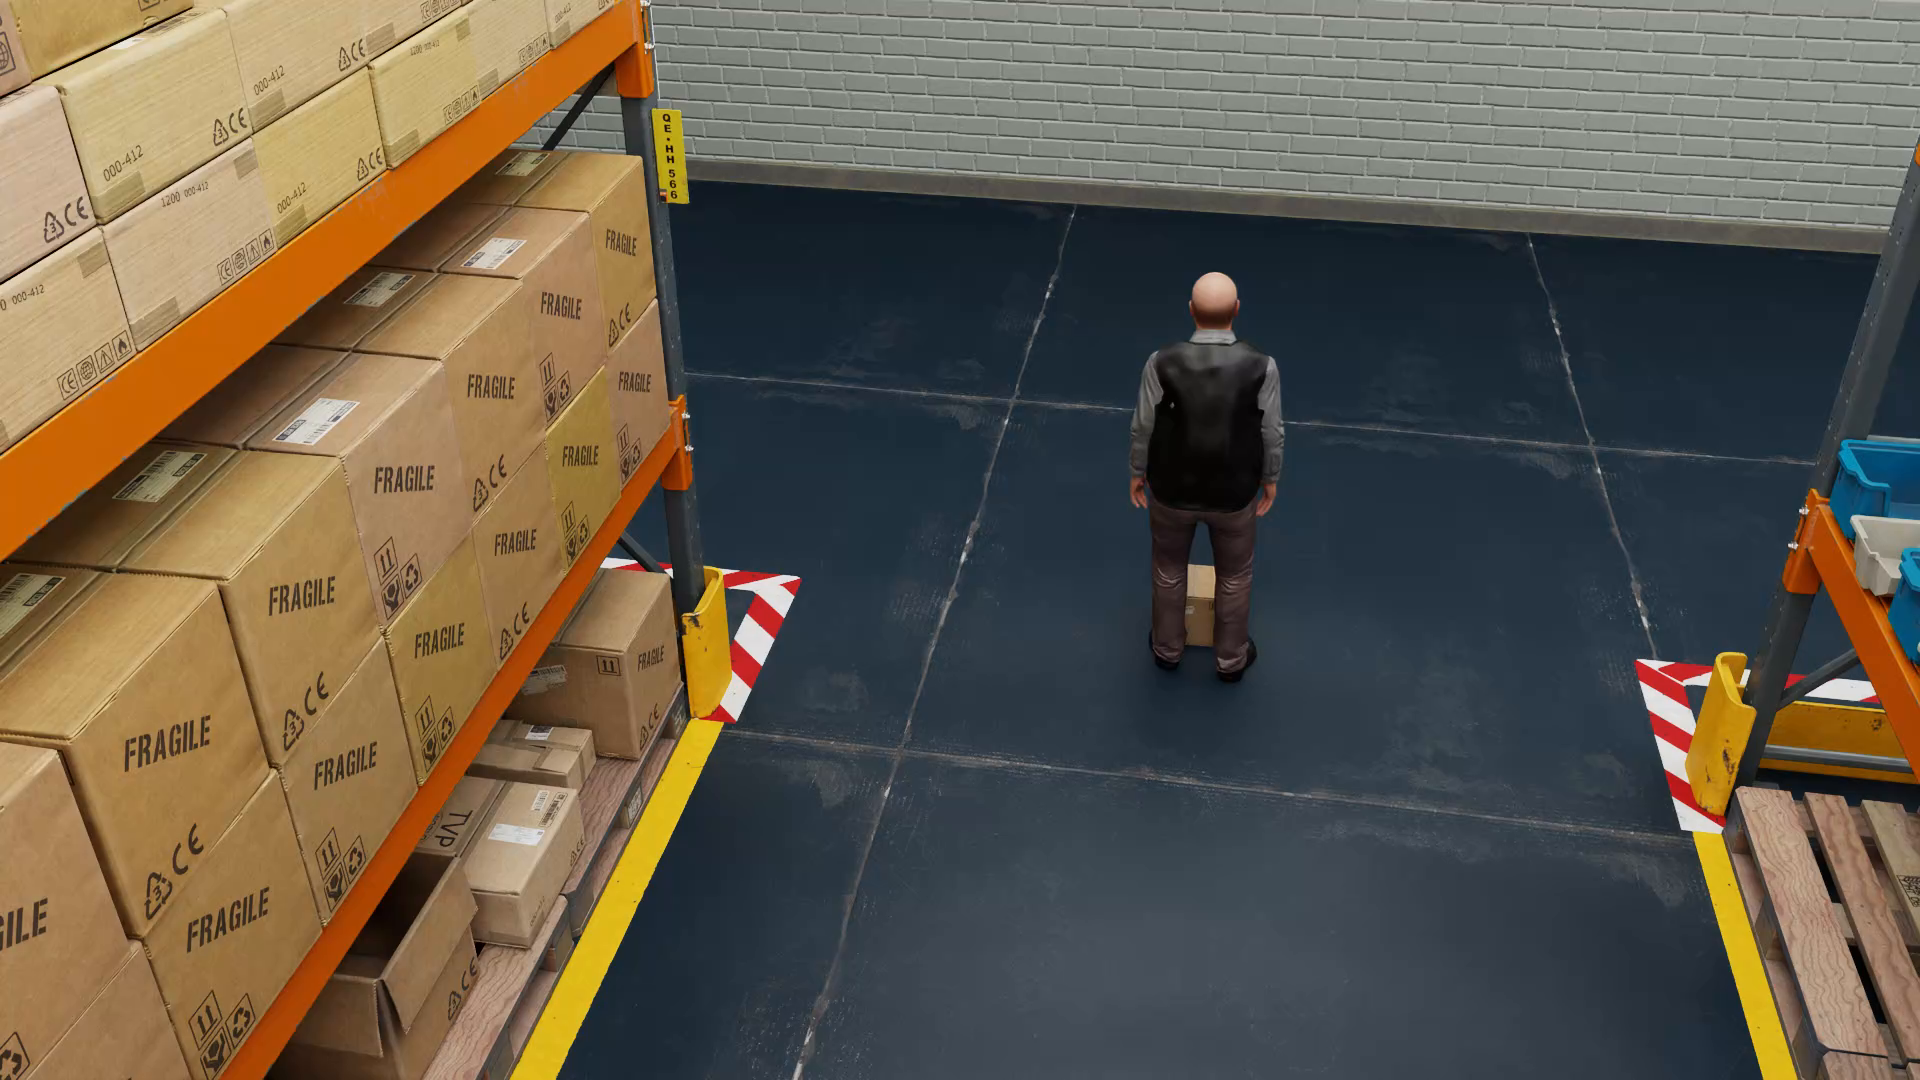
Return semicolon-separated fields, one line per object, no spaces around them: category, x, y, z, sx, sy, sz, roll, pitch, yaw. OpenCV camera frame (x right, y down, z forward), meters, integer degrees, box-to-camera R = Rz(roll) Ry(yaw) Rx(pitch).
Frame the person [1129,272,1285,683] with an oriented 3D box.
person;0.949;-0.212;6.496;0.588;1.721;0.462;4;32;7
